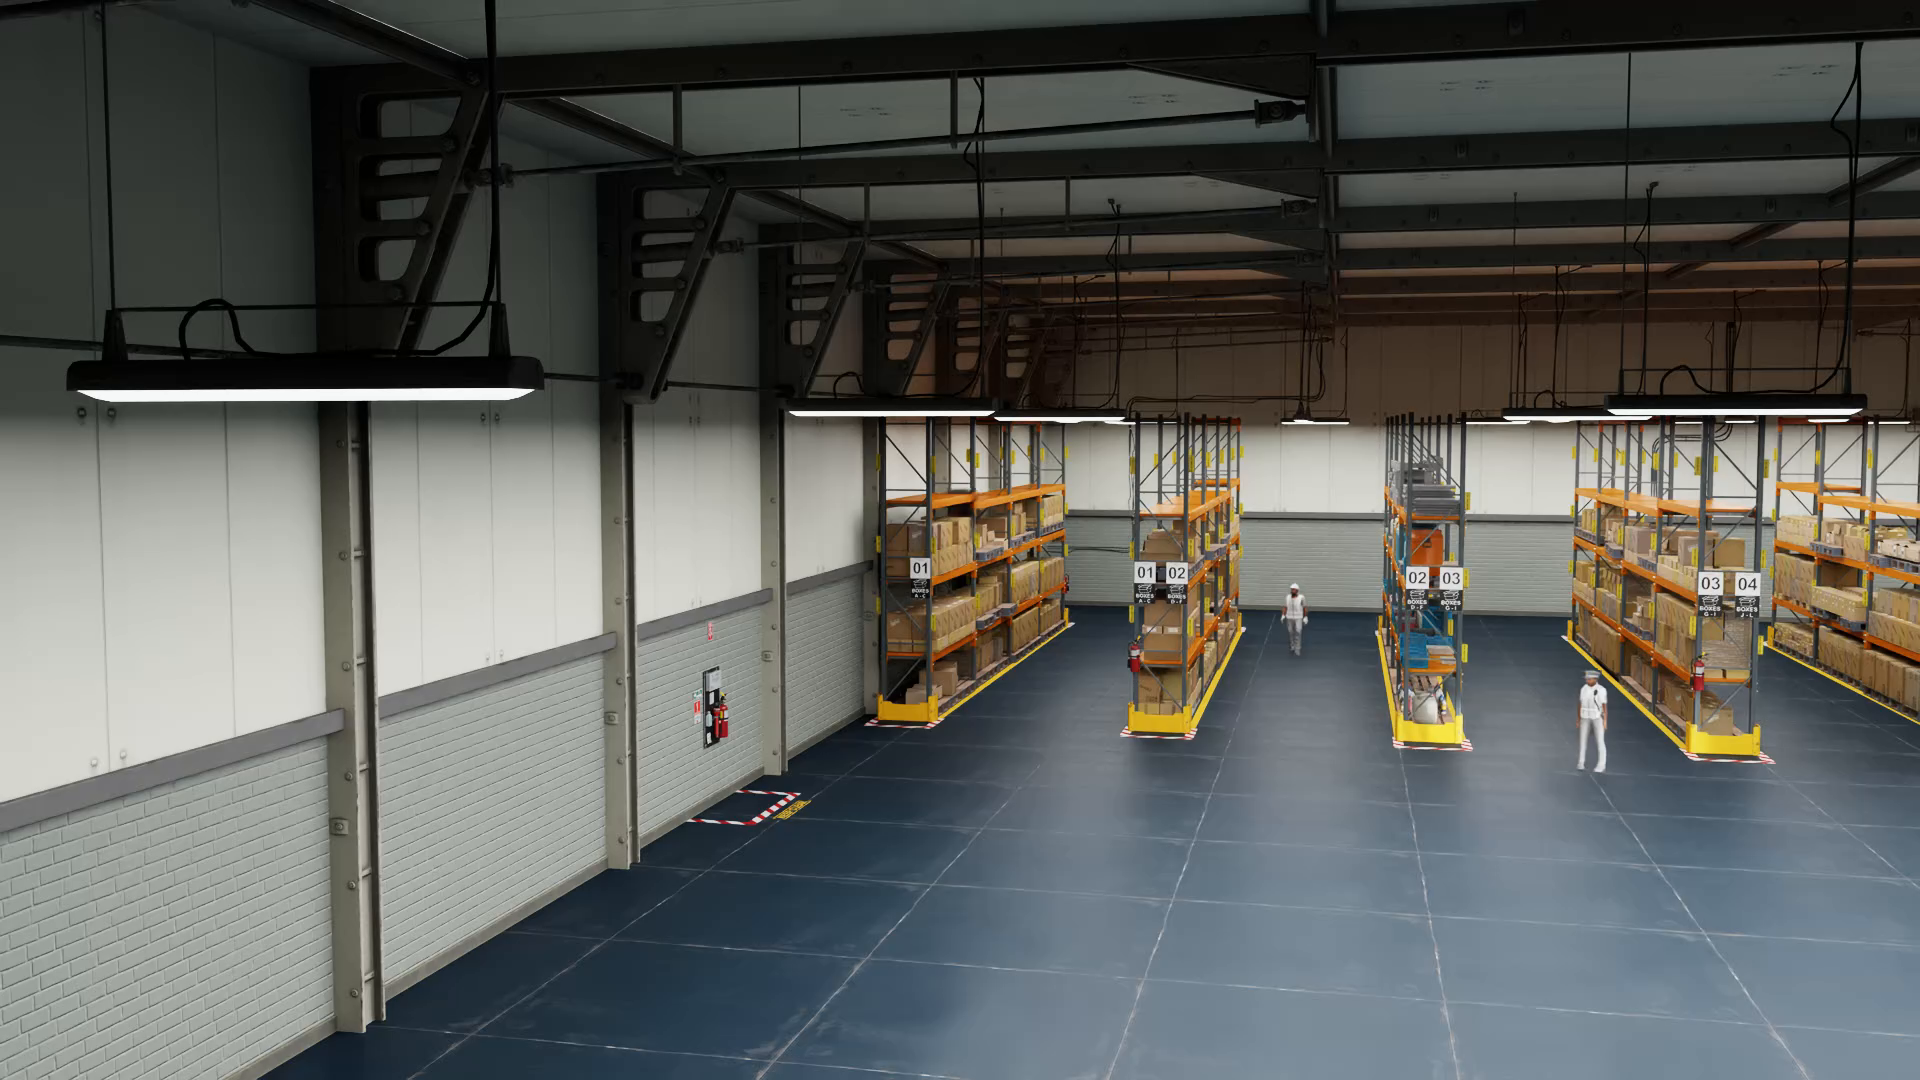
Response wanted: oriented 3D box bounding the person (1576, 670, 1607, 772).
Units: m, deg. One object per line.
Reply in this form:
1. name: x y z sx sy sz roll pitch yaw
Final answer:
1. person: 10.532 3.005 27.760 0.502 1.673 0.396 4 5 45

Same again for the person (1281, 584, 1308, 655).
1. person: 8.442 1.977 42.027 0.630 1.729 0.975 1 4 19
